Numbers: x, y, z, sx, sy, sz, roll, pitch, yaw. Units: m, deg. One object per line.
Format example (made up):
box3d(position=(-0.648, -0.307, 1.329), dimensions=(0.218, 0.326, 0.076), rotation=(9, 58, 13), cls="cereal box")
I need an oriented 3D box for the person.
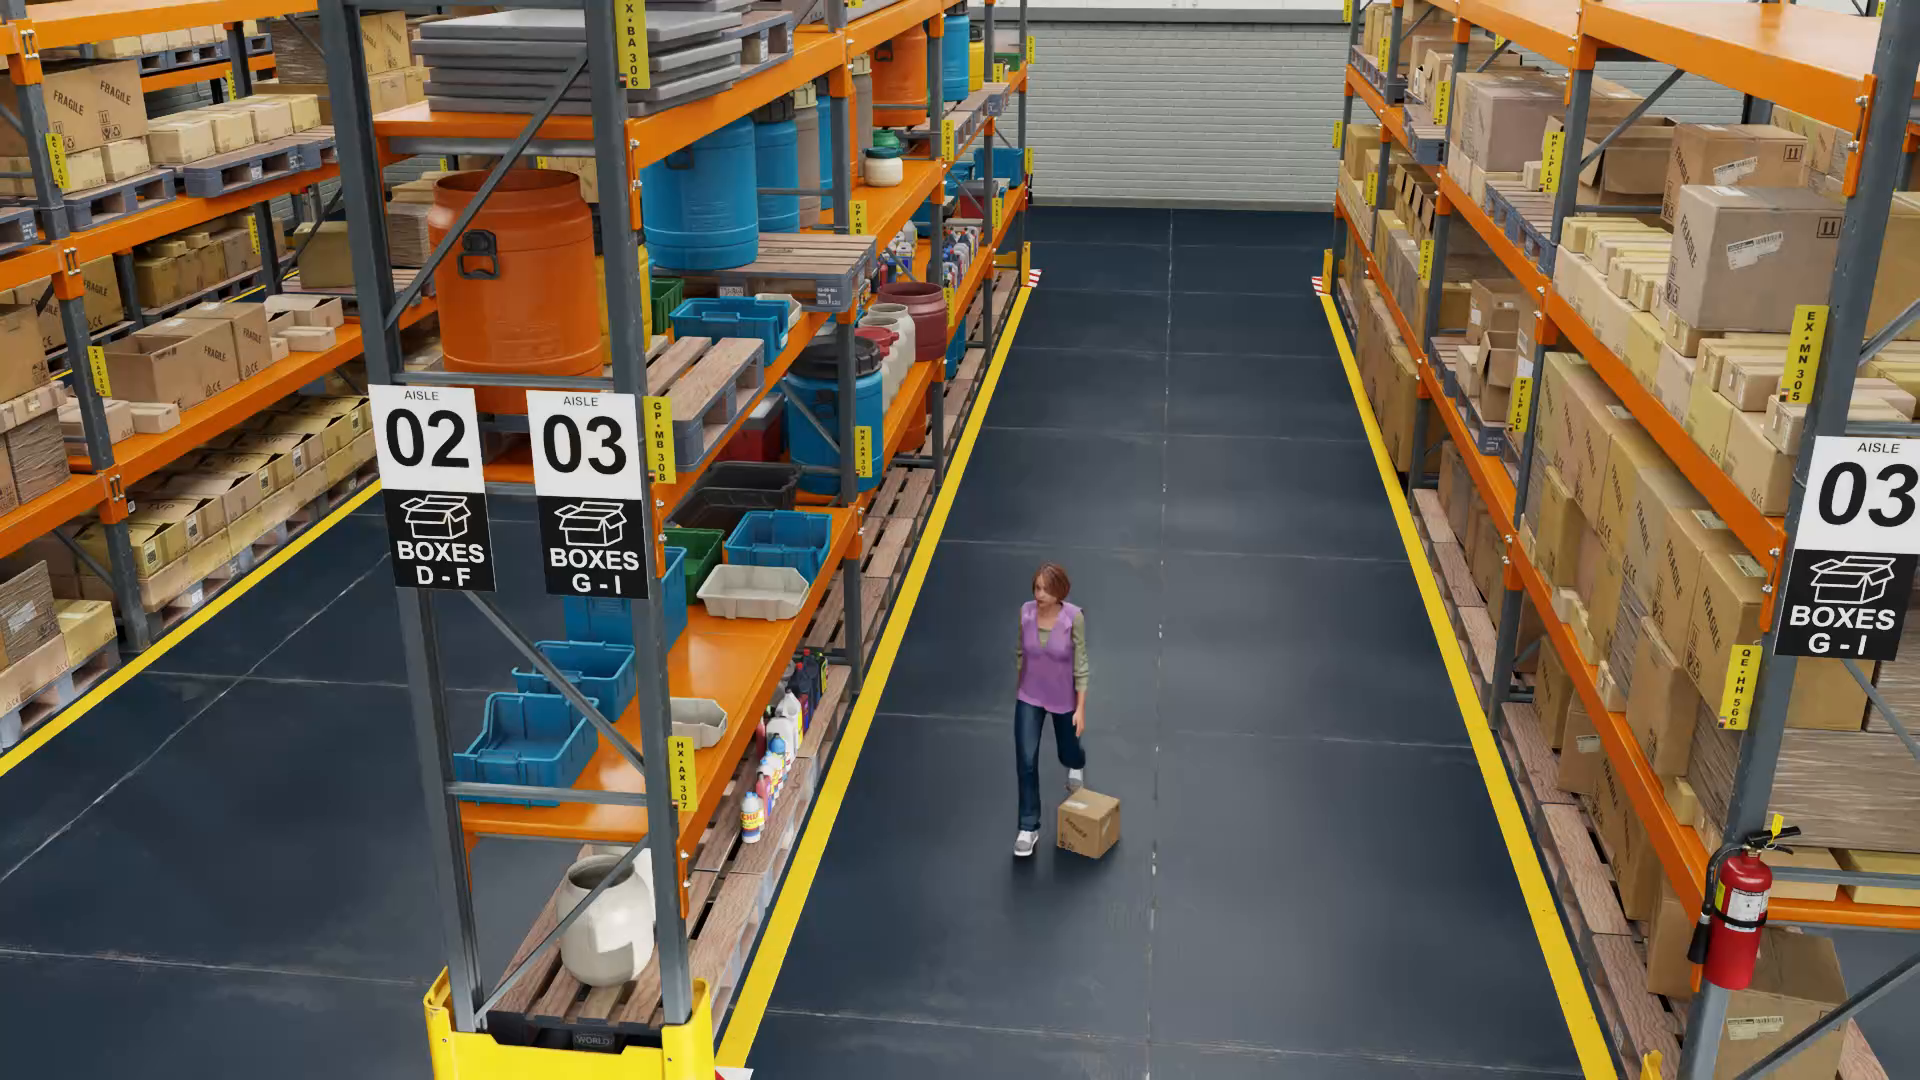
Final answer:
box3d(position=(0.497, 0.835, 8.945), dimensions=(0.426, 1.560, 0.862), rotation=(5, 22, 13), cls="person")
